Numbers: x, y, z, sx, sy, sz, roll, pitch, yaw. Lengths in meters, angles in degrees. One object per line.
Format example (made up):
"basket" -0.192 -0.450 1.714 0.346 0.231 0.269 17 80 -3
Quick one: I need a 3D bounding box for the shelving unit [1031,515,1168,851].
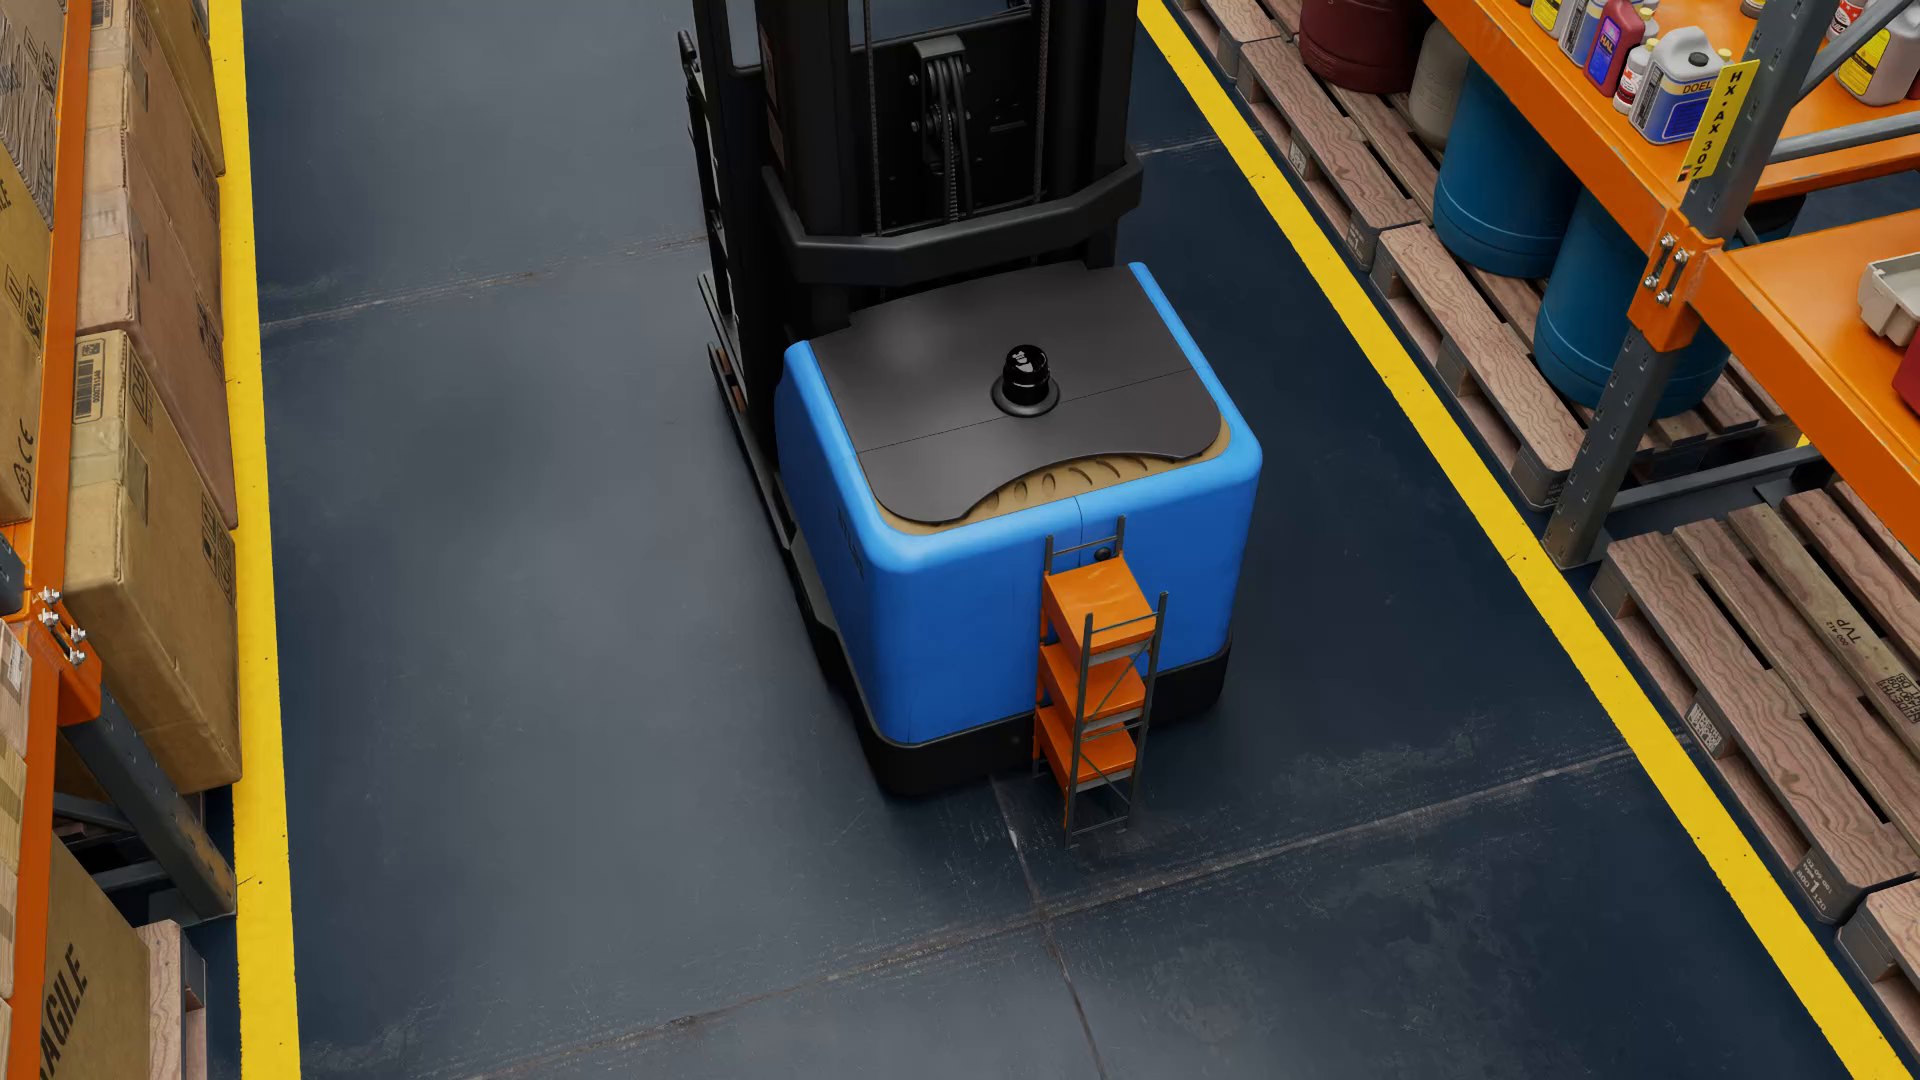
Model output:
"shelving unit" 0.337 0.394 4.231 0.215 1.050 0.252 -15 52 -12

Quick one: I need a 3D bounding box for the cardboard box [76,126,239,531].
"cardboard box" -2.885 -0.469 4.798 1.225 0.875 0.875 -15 51 -12

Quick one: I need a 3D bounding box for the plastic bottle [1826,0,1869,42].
"plastic bottle" 2.528 -1.501 4.683 0.097 0.201 0.097 0 50 0

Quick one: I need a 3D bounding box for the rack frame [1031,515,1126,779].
"rack frame" 0.296 0.306 4.305 0.200 1.050 0.008 -15 52 -12

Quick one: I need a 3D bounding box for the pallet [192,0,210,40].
"pallet" -3.824 -2.497 7.217 1.003 0.211 1.213 -13 51 -11

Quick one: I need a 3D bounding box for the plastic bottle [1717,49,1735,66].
"plastic bottle" 2.008 -1.215 4.443 0.097 0.201 0.097 0 50 0

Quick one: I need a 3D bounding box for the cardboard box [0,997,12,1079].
"cardboard box" -1.780 0.890 2.702 0.380 0.149 0.250 -12 51 -10

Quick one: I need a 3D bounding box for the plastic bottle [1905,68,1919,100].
"plastic bottle" 2.619 -1.349 4.502 0.061 0.283 0.133 -13 51 -11

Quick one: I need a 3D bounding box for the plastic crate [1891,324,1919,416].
"plastic crate" 2.345 -0.354 3.505 0.402 0.464 0.583 -13 51 -11

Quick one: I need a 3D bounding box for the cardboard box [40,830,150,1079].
"cardboard box" -2.292 1.147 3.436 0.875 0.875 0.875 -13 51 -11

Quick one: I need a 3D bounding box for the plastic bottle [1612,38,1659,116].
"plastic bottle" 1.834 -1.252 4.473 0.097 0.201 0.097 0 50 0

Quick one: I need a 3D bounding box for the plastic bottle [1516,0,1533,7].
"plastic bottle" 1.681 -1.739 4.787 0.144 0.351 0.185 -13 51 -11

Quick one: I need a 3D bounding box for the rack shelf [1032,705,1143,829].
"rack shelf" 0.337 0.580 4.452 0.215 0.259 0.240 -15 52 -12

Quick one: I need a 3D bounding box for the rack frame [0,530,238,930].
"rack frame" -2.411 0.097 3.206 1.000 3.000 0.127 -13 51 -11

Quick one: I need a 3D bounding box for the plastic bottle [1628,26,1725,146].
"plastic bottle" 1.895 -1.198 4.379 0.152 0.276 0.135 -13 51 -11

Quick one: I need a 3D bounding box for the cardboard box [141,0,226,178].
"cardboard box" -3.410 -1.766 5.892 1.225 0.875 0.875 -15 52 -13

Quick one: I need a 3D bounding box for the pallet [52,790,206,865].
"pallet" -2.711 0.449 4.733 1.003 0.211 1.213 -13 51 -11

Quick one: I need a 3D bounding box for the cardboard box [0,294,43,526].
"cardboard box" -2.308 -0.328 3.499 0.500 0.500 0.500 -13 51 -11

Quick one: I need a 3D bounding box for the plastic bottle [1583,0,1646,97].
"plastic bottle" 1.783 -1.359 4.510 0.061 0.283 0.133 -13 51 -11

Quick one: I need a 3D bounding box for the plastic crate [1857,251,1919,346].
"plastic crate" 2.321 -0.585 3.914 0.396 0.136 0.243 -13 51 -11

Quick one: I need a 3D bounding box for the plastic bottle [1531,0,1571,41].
"plastic bottle" 1.736 -1.604 4.673 0.144 0.351 0.185 -13 51 -11

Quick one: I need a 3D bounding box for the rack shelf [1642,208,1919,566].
"rack shelf" 2.912 0.670 3.194 1.077 0.370 4.000 -13 51 -11

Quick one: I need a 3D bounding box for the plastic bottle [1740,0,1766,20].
"plastic bottle" 2.325 -1.608 4.774 0.097 0.201 0.097 0 50 0

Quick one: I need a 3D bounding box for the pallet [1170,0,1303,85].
"pallet" 1.410 -2.479 7.202 1.003 0.211 1.213 -13 51 -11

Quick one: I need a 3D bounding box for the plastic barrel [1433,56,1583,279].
"plastic barrel" 1.966 -1.400 5.566 0.600 0.901 0.708 -13 51 -11

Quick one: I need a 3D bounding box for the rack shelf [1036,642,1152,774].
"rack shelf" 0.337 0.401 4.239 0.215 0.259 0.240 -15 52 -12

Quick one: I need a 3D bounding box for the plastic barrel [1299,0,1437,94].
"plastic barrel" 1.632 -2.124 6.381 0.600 0.588 0.708 -13 51 -11

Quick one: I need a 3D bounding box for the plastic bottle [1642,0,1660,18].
"plastic bottle" 1.900 -1.482 4.667 0.097 0.201 0.097 0 50 0

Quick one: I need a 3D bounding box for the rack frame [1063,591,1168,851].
"rack frame" 0.377 0.482 4.157 0.200 1.050 0.008 -15 52 -12

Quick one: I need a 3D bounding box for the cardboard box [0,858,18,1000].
"cardboard box" -1.856 0.702 2.860 0.380 0.149 0.250 -14 51 -12

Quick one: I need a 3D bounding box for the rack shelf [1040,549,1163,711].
"rack shelf" 0.337 0.218 4.022 0.215 0.259 0.240 -15 52 -12

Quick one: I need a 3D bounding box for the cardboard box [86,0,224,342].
"cardboard box" -3.154 -1.113 5.342 1.225 0.875 0.875 -13 51 -11

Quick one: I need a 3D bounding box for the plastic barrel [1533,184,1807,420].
"plastic barrel" 2.176 -0.883 5.130 0.600 0.901 0.708 -13 51 -11

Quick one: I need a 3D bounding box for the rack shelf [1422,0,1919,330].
"rack shelf" 1.729 -2.252 5.657 1.077 0.370 4.000 -13 51 -11

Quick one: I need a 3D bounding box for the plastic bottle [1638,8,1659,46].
"plastic bottle" 1.853 -1.363 4.567 0.097 0.201 0.097 0 50 0

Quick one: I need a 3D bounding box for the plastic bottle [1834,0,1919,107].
"plastic bottle" 2.514 -1.367 4.473 0.144 0.351 0.185 -13 51 -11

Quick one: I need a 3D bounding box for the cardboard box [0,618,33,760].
"cardboard box" -2.008 0.327 3.177 0.380 0.149 0.250 -13 51 -11

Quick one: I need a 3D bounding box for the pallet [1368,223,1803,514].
"pallet" 2.132 -0.697 5.699 1.003 0.211 1.213 -13 51 -11

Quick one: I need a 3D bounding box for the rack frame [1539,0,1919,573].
"rack frame" 2.320 -1.023 4.150 1.000 3.000 0.127 -13 51 -11

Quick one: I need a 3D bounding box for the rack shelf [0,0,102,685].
"rack shelf" -3.003 -1.132 4.713 1.077 0.370 4.000 -13 51 -11

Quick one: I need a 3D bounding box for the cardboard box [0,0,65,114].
"cardboard box" -2.763 -1.436 4.434 0.500 0.500 0.500 -12 51 -10

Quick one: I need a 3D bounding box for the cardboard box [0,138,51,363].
"cardboard box" -2.458 -0.695 3.808 0.500 0.500 0.500 -13 51 -11

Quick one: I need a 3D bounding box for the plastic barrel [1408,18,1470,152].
"plastic barrel" 1.885 -1.707 6.080 0.421 0.512 0.421 0 50 0

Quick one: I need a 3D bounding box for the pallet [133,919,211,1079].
"pallet" -2.261 1.569 3.789 1.003 0.211 1.213 -13 51 -11

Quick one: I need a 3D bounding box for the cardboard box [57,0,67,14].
"cardboard box" -2.913 -1.808 4.747 0.500 0.500 0.500 -15 51 -12

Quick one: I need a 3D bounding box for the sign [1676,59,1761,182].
"sign" 1.794 -0.989 3.941 0.100 0.325 0.005 -13 51 -11

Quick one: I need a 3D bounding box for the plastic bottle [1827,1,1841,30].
"plastic bottle" 2.499 -1.594 4.716 0.097 0.271 0.097 0 50 0

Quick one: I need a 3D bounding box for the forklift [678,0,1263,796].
"forklift" -0.209 -1.399 4.512 1.130 2.935 3.031 -15 52 -12

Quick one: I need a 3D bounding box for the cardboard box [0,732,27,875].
"cardboard box" -1.932 0.515 3.018 0.380 0.149 0.250 -12 51 -10

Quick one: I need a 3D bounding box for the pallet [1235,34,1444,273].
"pallet" 1.767 -1.590 6.452 1.003 0.211 1.213 -13 51 -11

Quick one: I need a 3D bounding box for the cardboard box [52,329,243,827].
"cardboard box" -2.620 0.184 4.248 1.225 0.875 0.875 -13 51 -11

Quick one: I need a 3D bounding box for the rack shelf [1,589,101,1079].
"rack shelf" -1.820 1.790 2.250 1.077 0.370 4.000 -13 51 -11

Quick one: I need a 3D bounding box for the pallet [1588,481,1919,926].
"pallet" 2.575 0.404 4.771 1.003 0.211 1.213 -13 51 -11

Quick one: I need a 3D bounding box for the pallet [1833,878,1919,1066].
"pallet" 2.939 1.297 4.019 1.003 0.211 1.213 -13 51 -11

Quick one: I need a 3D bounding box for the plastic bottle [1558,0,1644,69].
"plastic bottle" 1.787 -1.464 4.604 0.152 0.276 0.135 -13 51 -11

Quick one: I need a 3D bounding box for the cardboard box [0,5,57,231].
"cardboard box" -2.606 -1.060 4.116 0.500 0.500 0.500 -14 51 -12
